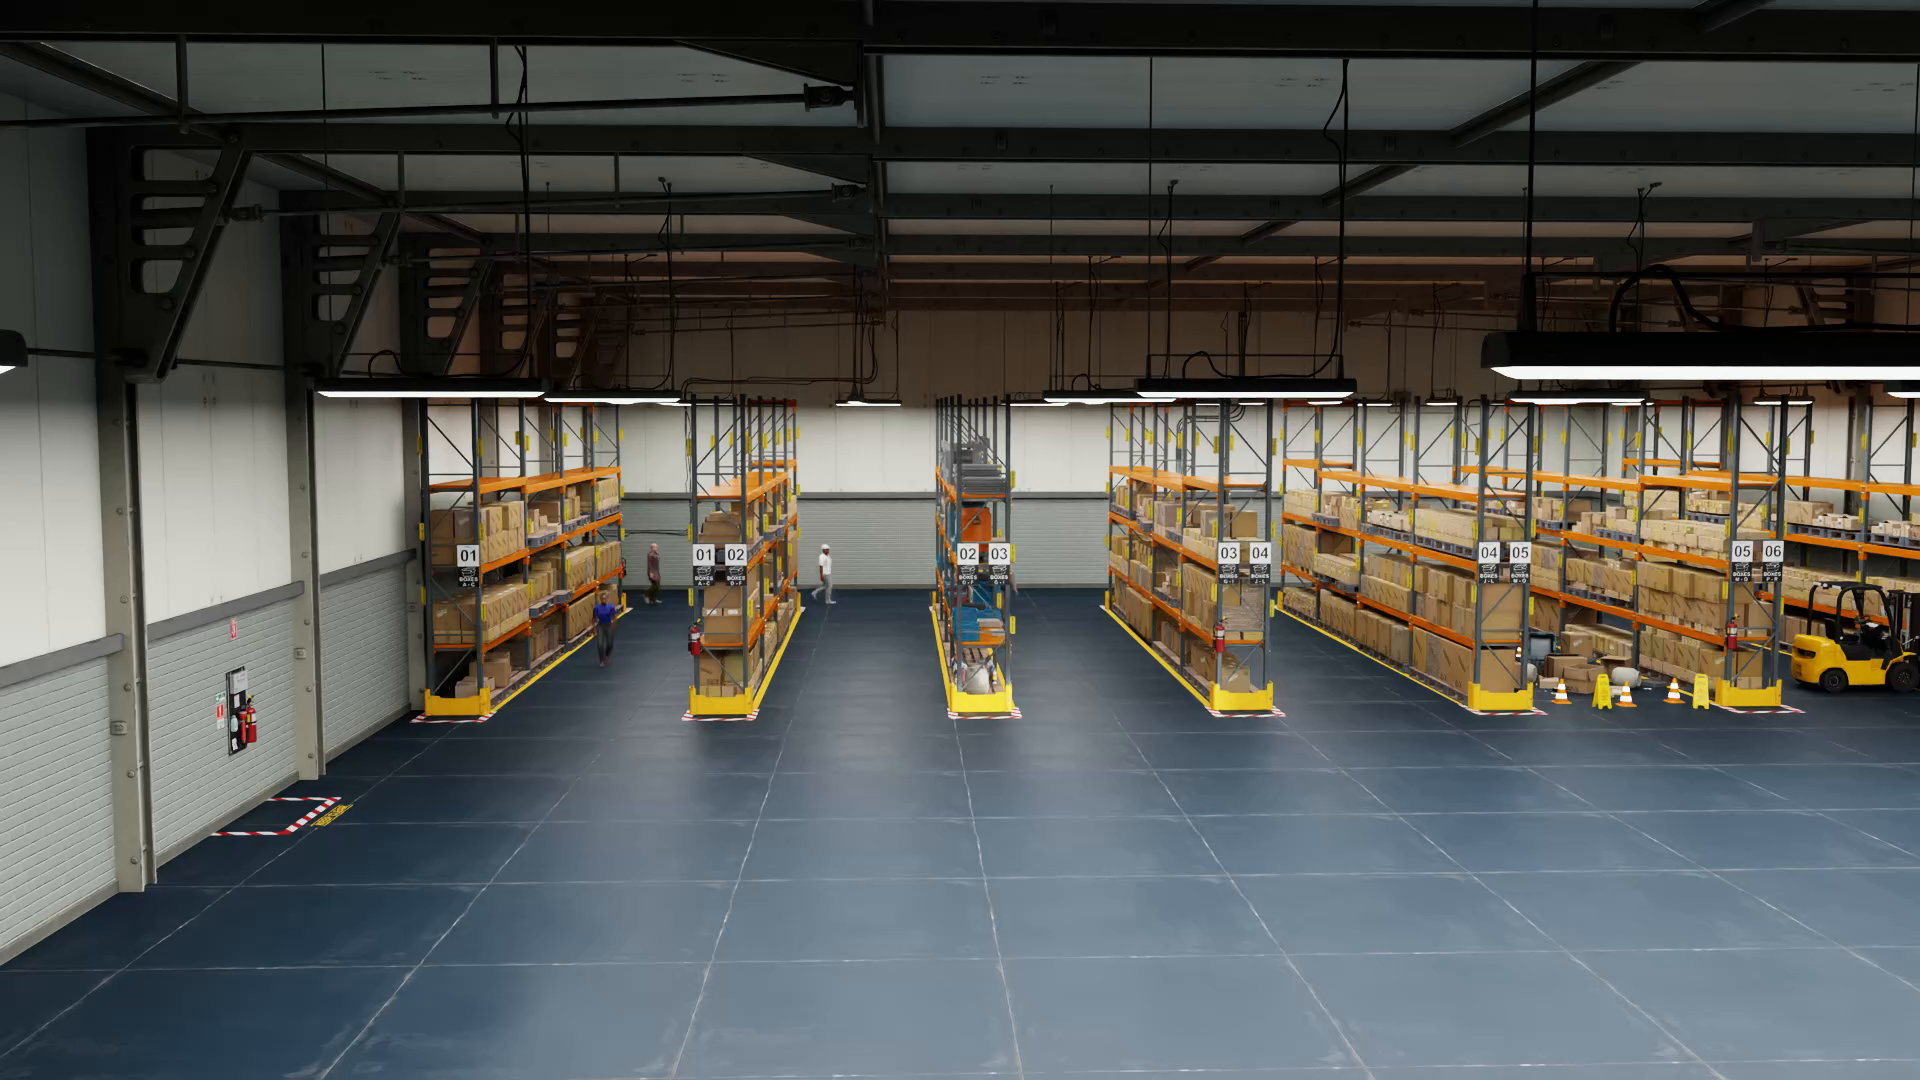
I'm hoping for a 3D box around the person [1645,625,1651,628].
[{"bbox_3d":[18.106,1.483,43.206,0.459,1.660,0.539,-2,5,-26],"label":"person"}]

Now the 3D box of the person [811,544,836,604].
[{"bbox_3d":[-4.003,1.002,48.741,0.740,1.752,0.538,0,5,-5],"label":"person"}]

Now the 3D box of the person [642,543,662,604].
[{"bbox_3d":[-8.996,0.982,48.722,0.521,1.777,0.603,0,4,-1],"label":"person"}]

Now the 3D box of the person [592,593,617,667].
[{"bbox_3d":[-7.958,1.996,37.235,0.540,1.626,0.554,-1,5,-9],"label":"person"}]

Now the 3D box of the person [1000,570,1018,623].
[{"bbox_3d":[1.223,1.367,44.445,0.561,1.685,1.000,-2,5,-25],"label":"person"}]
